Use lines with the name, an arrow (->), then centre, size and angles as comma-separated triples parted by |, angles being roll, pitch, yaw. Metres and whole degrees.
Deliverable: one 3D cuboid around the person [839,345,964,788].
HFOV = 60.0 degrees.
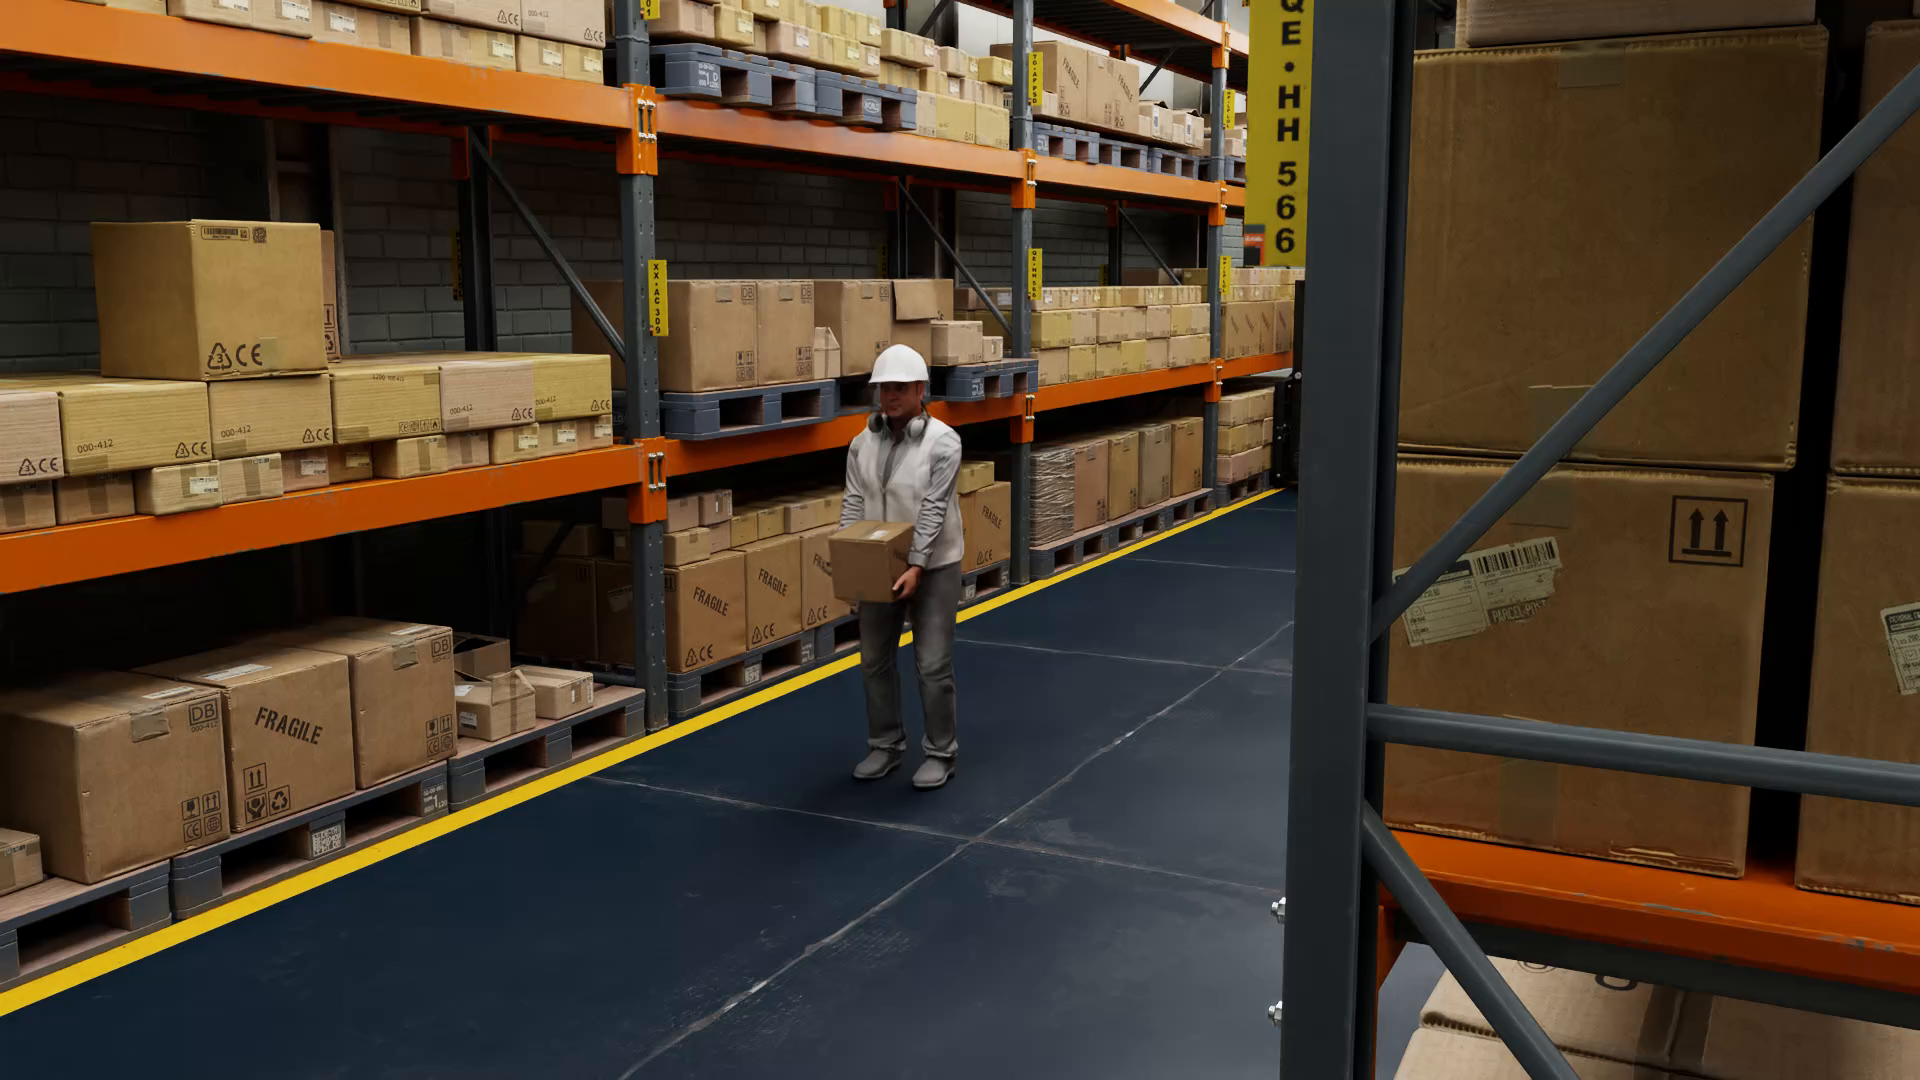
person -> -0.242, 0.111, 6.626 | 0.455, 1.765, 0.576 | 4, 10, 25
